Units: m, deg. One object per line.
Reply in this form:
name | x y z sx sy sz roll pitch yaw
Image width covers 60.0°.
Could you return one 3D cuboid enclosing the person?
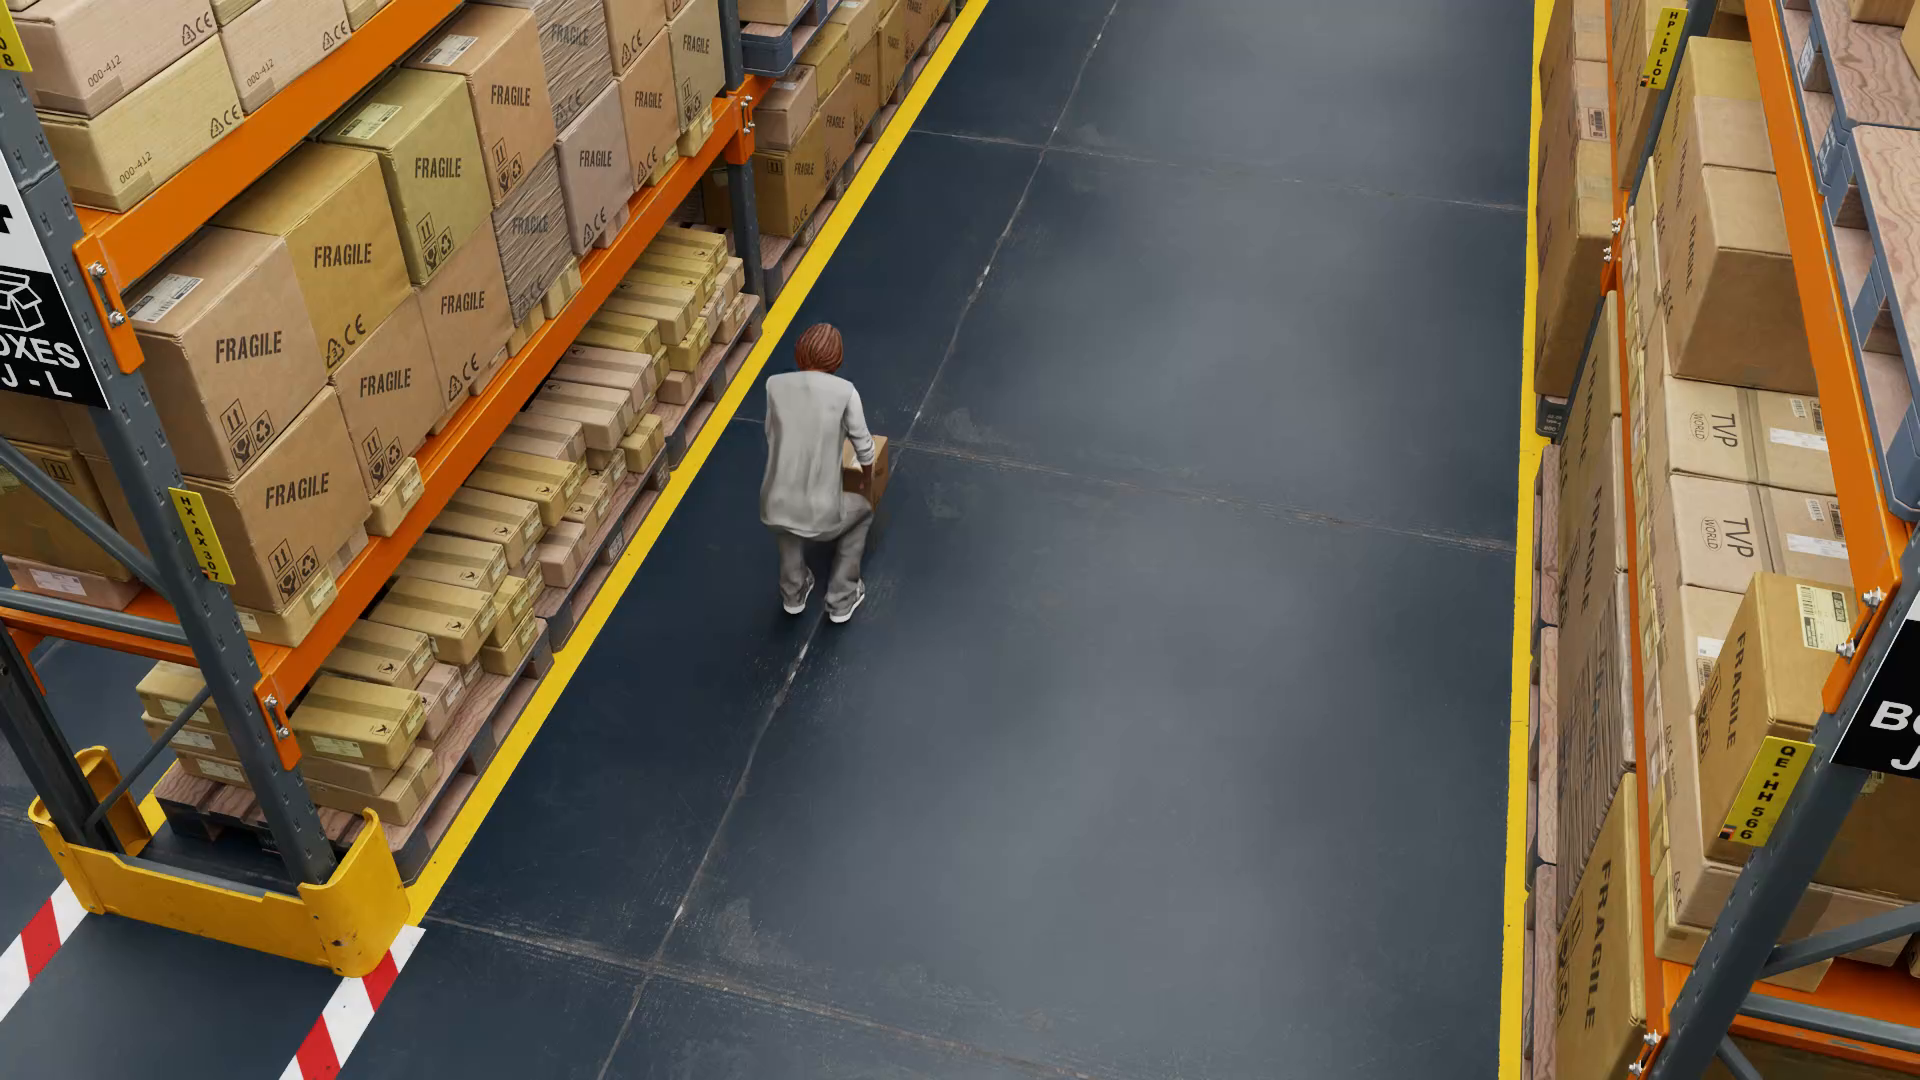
person | -0.604 -0.226 6.742 0.465 1.175 0.708 10 43 11
